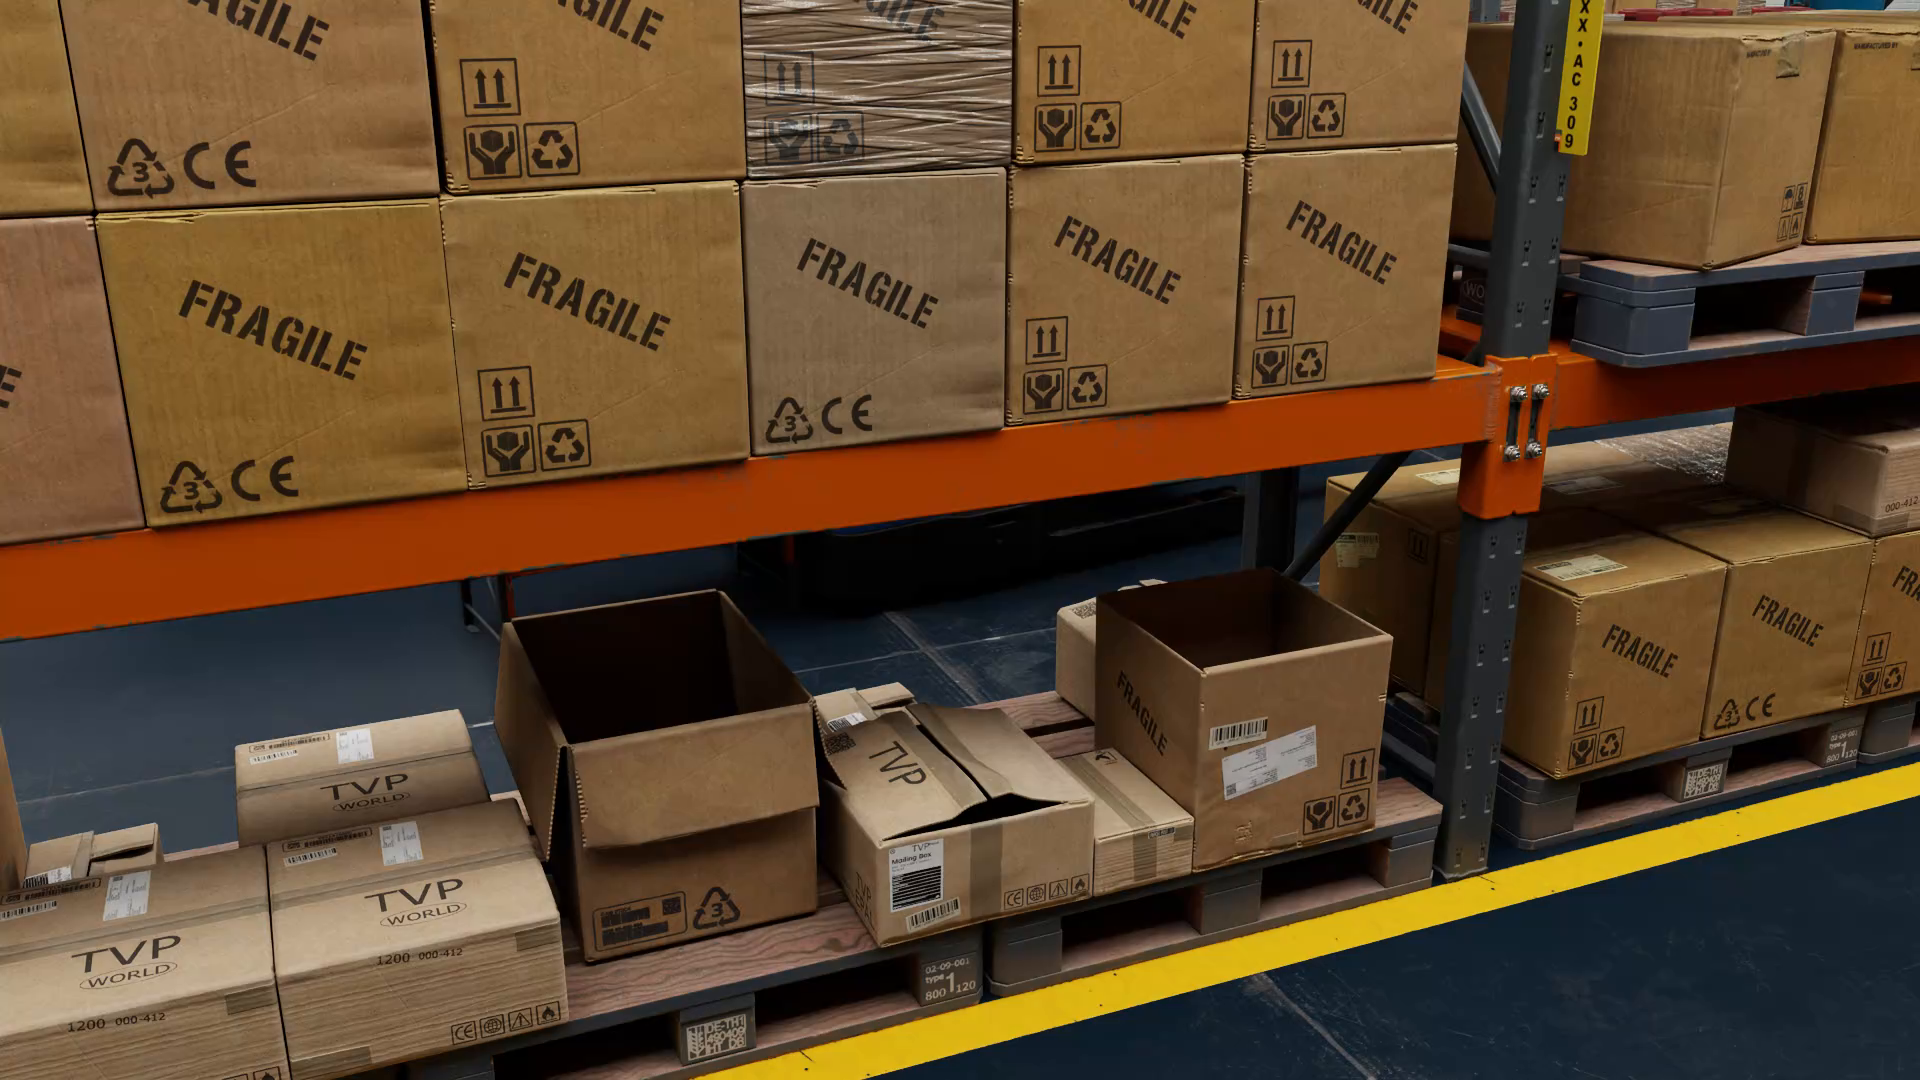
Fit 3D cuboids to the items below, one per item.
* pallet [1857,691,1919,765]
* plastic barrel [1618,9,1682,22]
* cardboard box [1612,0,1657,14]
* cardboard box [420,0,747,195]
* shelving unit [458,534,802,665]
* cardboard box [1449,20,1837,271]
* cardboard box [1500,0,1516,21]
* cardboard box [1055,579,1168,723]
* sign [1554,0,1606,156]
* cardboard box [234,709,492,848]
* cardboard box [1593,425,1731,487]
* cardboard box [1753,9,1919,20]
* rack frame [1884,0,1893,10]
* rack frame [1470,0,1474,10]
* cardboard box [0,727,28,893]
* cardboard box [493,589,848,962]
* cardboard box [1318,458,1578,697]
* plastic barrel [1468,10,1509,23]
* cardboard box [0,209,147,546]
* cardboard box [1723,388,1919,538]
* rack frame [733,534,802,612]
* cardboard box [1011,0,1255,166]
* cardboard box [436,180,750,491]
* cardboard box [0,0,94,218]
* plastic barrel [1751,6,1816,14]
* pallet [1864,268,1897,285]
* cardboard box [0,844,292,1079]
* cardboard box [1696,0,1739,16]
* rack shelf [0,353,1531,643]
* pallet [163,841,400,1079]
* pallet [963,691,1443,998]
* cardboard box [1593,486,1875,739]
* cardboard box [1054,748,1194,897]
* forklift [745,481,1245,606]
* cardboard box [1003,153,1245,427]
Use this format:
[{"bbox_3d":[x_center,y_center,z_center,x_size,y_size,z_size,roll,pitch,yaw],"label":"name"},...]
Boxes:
[{"bbox_3d":[2.917,0.309,5.327,1.213,0.211,1.003,-8,21,-22],"label":"pallet"},{"bbox_3d":[4.414,-3.141,10.722,0.433,0.535,0.433,0,19,0],"label":"plastic barrel"},{"bbox_3d":[6.294,-5.232,16.268,0.500,0.500,0.875,-8,21,-22],"label":"cardboard box"},{"bbox_3d":[-0.694,-0.899,2.903,0.500,0.500,0.500,-8,21,-22],"label":"cardboard box"},{"bbox_3d":[-1.132,-0.263,5.576,1.048,1.125,0.538,-12,23,-30],"label":"shelving unit"},{"bbox_3d":[1.587,-0.965,3.965,0.500,0.500,0.700,-17,26,-40],"label":"cardboard box"},{"bbox_3d":[4.926,-5.028,15.686,0.500,0.500,0.875,-8,21,-22],"label":"cardboard box"},{"bbox_3d":[0.592,0.324,4.472,0.500,0.311,0.500,-8,21,-22],"label":"cardboard box"},{"bbox_3d":[1.285,-0.970,3.457,0.005,0.325,0.100,-8,21,-22],"label":"sign"},{"bbox_3d":[-1.324,0.627,3.702,0.500,0.250,0.500,-8,21,-22],"label":"cardboard box"},{"bbox_3d":[2.320,-0.035,5.207,0.500,0.500,0.500,-8,21,-21],"label":"cardboard box"},{"bbox_3d":[2.661,-1.223,4.695,0.500,0.500,0.700,-15,24,-36],"label":"cardboard box"},{"bbox_3d":[6.450,-3.290,11.348,0.127,3.000,1.000,-8,21,-22],"label":"rack frame"},{"bbox_3d":[4.488,-4.800,15.638,0.127,3.000,1.000,-8,21,-22],"label":"rack frame"},{"bbox_3d":[-2.208,0.625,3.332,0.500,0.500,0.500,-8,21,-22],"label":"cardboard box"},{"bbox_3d":[-0.660,0.493,3.703,0.637,0.503,0.797,-8,21,-22],"label":"cardboard box"},{"bbox_3d":[1.403,0.093,4.842,0.500,0.500,0.500,-8,21,-22],"label":"cardboard box"},{"bbox_3d":[3.083,-2.981,10.267,0.708,0.536,0.600,-8,21,-22],"label":"plastic barrel"},{"bbox_3d":[-1.626,-0.294,2.691,0.500,0.500,0.500,-8,21,-22],"label":"cardboard box"},{"bbox_3d":[2.522,-0.229,4.629,0.500,0.250,0.500,-8,21,-22],"label":"cardboard box"},{"bbox_3d":[-0.700,-0.353,5.830,0.032,1.125,0.500,-12,23,-30],"label":"rack frame"},{"bbox_3d":[0.232,-1.031,3.278,0.500,0.500,0.500,-9,21,-23],"label":"cardboard box"},{"bbox_3d":[-0.705,-0.425,3.062,0.500,0.500,0.500,-8,21,-21],"label":"cardboard box"},{"bbox_3d":[-1.621,-0.768,2.530,0.500,0.500,0.500,-8,21,-21],"label":"cardboard box"},{"bbox_3d":[5.485,-3.295,11.158,0.433,0.535,0.433,0,19,0],"label":"plastic barrel"},{"bbox_3d":[2.952,-0.905,4.863,1.213,0.211,1.003,-8,21,-22],"label":"pallet"},{"bbox_3d":[-1.539,0.839,3.101,0.500,0.250,0.500,-8,21,-22],"label":"cardboard box"},{"bbox_3d":[7.233,-5.347,16.594,0.500,0.500,0.875,-8,21,-22],"label":"cardboard box"},{"bbox_3d":[-0.773,-0.124,3.440,4.000,0.370,1.077,-8,21,-22],"label":"rack shelf"},{"bbox_3d":[-1.808,1.000,3.363,1.213,0.211,1.003,-8,21,-22],"label":"pallet"},{"bbox_3d":[0.432,0.679,4.275,1.213,0.211,1.003,-8,21,-22],"label":"pallet"},{"bbox_3d":[2.089,0.183,4.588,0.500,0.500,0.500,-8,21,-21],"label":"cardboard box"},{"bbox_3d":[0.332,0.640,3.817,0.250,0.149,0.380,-8,21,-22],"label":"cardboard box"},{"bbox_3d":[0.566,-1.512,6.402,3.031,2.935,1.130,-12,23,-31],"label":"forklift"},{"bbox_3d":[0.233,-0.561,3.448,0.500,0.500,0.500,-8,21,-20],"label":"cardboard box"}]
